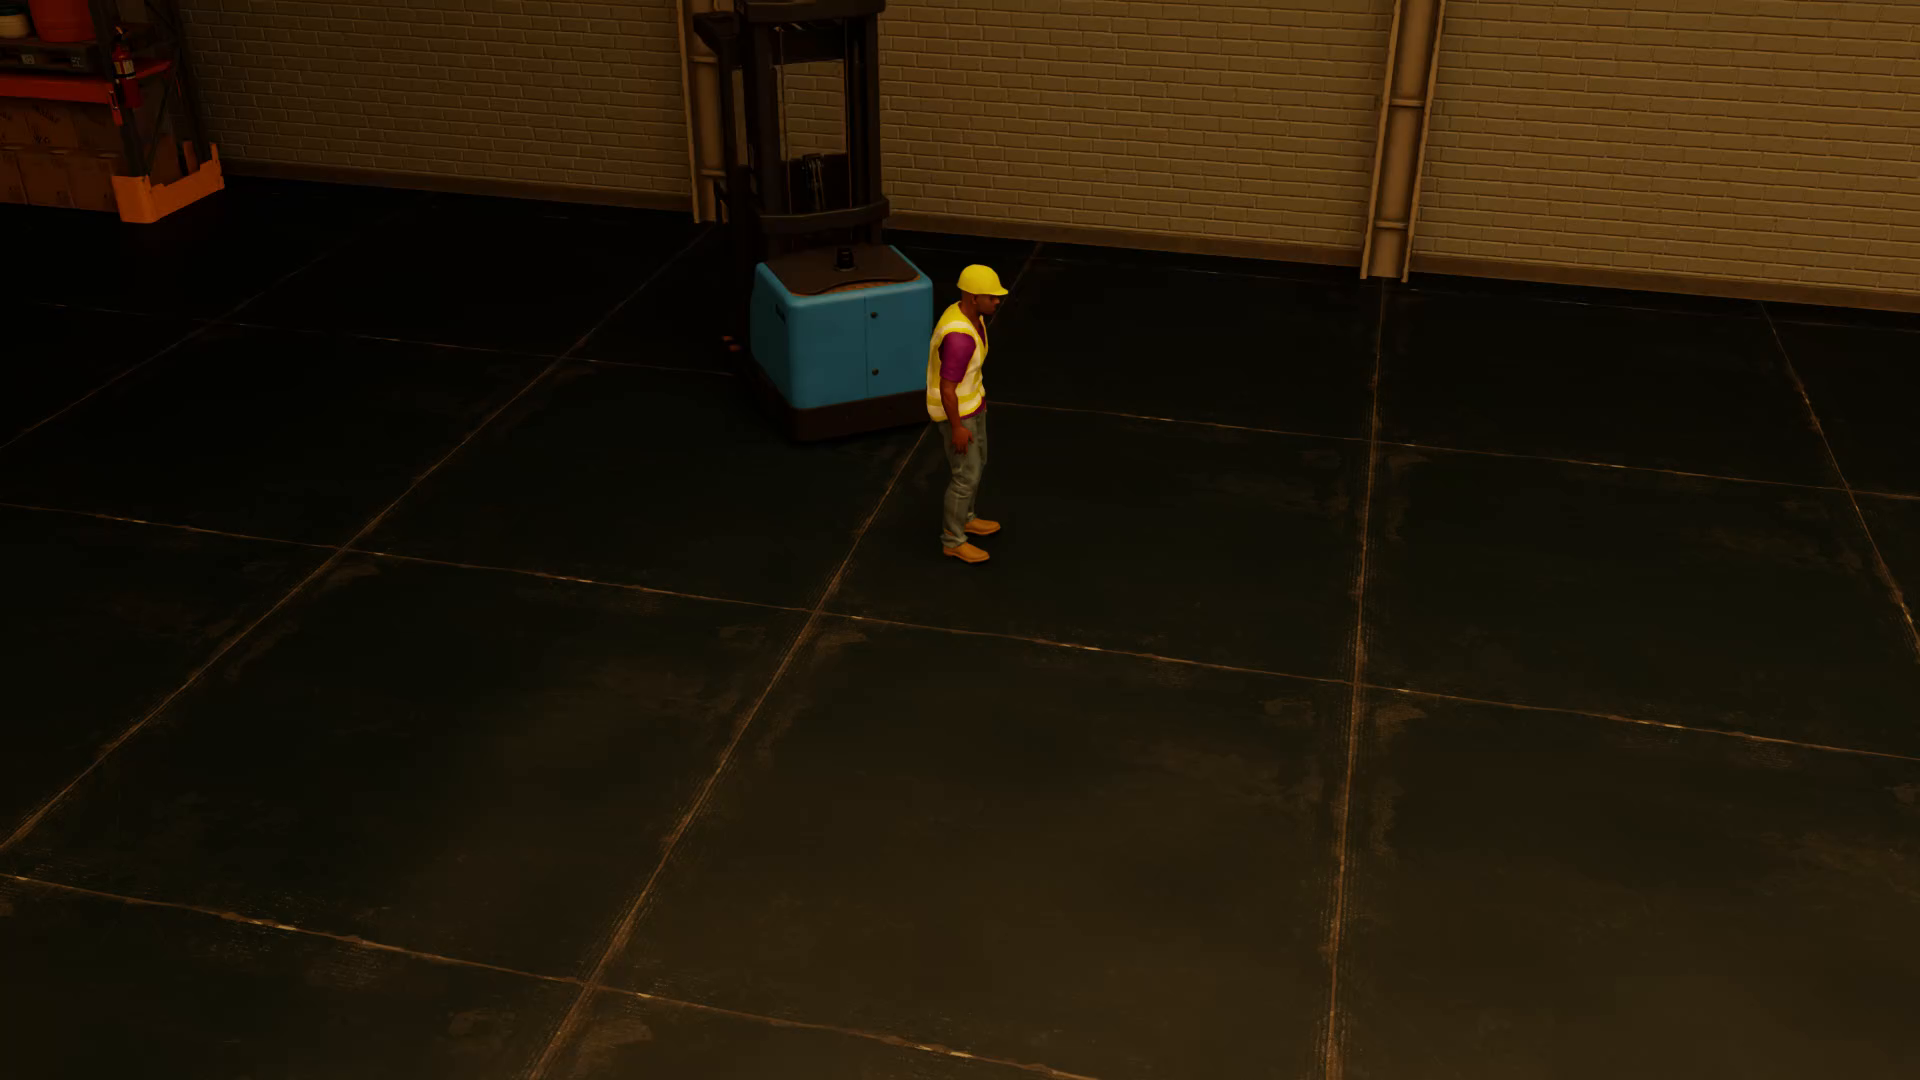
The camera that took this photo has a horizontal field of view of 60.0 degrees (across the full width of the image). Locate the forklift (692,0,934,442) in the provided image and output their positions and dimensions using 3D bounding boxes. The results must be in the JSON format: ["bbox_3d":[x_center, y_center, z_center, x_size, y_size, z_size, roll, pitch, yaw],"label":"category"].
[{"bbox_3d":[-1.188,-2.642,11.833,1.130,2.935,3.031,-11,31,-19],"label":"forklift"}]

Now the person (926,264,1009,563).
[{"bbox_3d":[0.041,-0.763,9.709,0.460,1.760,0.626,6,30,10],"label":"person"}]
